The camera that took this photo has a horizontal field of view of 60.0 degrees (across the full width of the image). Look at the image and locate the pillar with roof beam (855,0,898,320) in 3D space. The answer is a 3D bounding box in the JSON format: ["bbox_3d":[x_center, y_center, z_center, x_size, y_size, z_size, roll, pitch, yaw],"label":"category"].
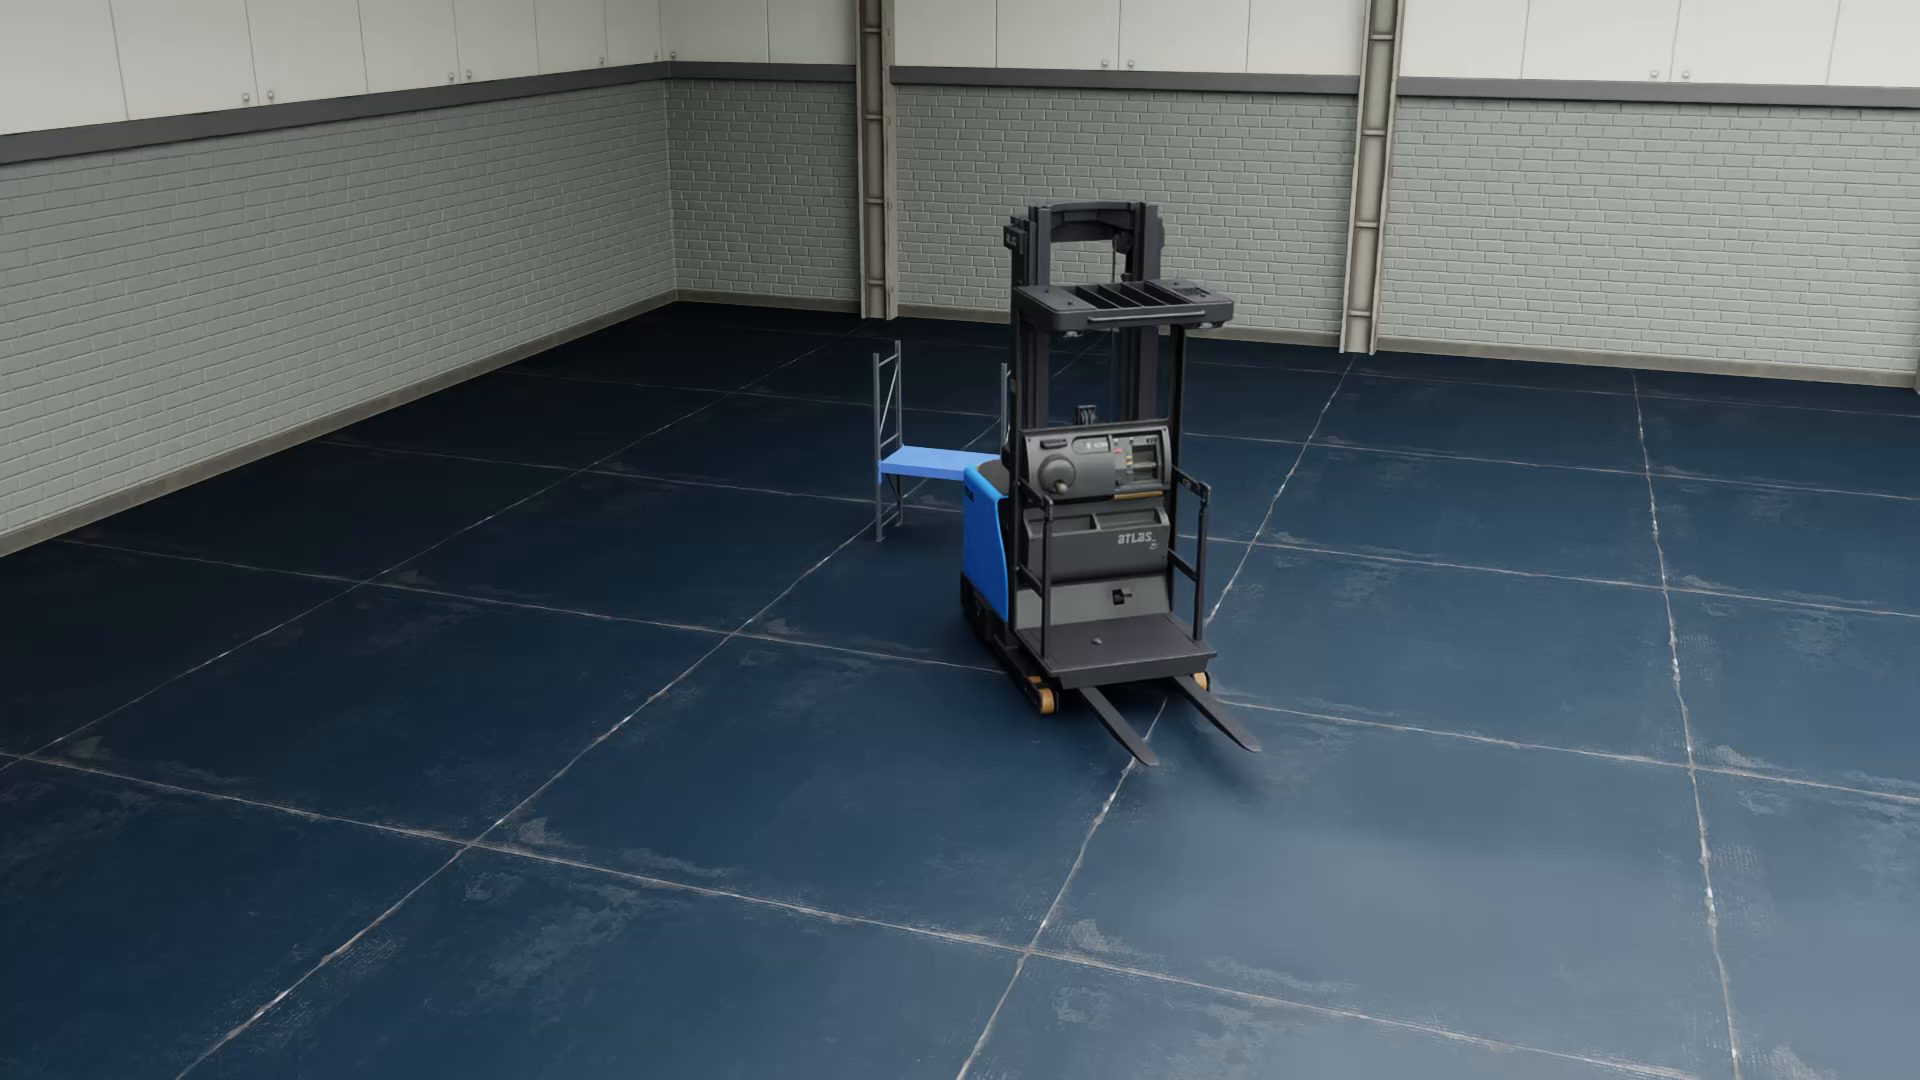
[{"bbox_3d":[-2.440,-5.764,15.941,0.400,9.000,9.100,7,20,18],"label":"pillar with roof beam"}]

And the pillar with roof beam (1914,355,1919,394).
[{"bbox_3d":[8.895,-4.468,12.223,0.400,9.000,9.100,7,20,18],"label":"pillar with roof beam"}]

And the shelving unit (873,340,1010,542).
[{"bbox_3d":[-0.081,-0.717,12.856,1.048,1.500,0.538,7,20,18],"label":"shelving unit"}]

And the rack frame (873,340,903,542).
[{"bbox_3d":[-0.561,-0.772,13.013,0.032,1.500,0.500,7,20,18],"label":"rack frame"}]

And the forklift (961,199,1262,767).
[{"bbox_3d":[0.909,-0.470,9.971,1.130,2.935,3.031,-5,20,-15],"label":"forklift"}]

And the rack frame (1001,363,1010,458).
[{"bbox_3d":[0.400,-0.663,12.698,0.032,1.500,0.500,7,20,18],"label":"rack frame"}]

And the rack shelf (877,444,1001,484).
[{"bbox_3d":[-0.081,-0.548,12.915,1.000,0.185,0.538,7,20,18],"label":"rack shelf"}]

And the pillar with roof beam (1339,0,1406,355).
[{"bbox_3d":[3.228,-5.116,14.082,0.400,9.000,9.100,7,20,18],"label":"pillar with roof beam"}]
